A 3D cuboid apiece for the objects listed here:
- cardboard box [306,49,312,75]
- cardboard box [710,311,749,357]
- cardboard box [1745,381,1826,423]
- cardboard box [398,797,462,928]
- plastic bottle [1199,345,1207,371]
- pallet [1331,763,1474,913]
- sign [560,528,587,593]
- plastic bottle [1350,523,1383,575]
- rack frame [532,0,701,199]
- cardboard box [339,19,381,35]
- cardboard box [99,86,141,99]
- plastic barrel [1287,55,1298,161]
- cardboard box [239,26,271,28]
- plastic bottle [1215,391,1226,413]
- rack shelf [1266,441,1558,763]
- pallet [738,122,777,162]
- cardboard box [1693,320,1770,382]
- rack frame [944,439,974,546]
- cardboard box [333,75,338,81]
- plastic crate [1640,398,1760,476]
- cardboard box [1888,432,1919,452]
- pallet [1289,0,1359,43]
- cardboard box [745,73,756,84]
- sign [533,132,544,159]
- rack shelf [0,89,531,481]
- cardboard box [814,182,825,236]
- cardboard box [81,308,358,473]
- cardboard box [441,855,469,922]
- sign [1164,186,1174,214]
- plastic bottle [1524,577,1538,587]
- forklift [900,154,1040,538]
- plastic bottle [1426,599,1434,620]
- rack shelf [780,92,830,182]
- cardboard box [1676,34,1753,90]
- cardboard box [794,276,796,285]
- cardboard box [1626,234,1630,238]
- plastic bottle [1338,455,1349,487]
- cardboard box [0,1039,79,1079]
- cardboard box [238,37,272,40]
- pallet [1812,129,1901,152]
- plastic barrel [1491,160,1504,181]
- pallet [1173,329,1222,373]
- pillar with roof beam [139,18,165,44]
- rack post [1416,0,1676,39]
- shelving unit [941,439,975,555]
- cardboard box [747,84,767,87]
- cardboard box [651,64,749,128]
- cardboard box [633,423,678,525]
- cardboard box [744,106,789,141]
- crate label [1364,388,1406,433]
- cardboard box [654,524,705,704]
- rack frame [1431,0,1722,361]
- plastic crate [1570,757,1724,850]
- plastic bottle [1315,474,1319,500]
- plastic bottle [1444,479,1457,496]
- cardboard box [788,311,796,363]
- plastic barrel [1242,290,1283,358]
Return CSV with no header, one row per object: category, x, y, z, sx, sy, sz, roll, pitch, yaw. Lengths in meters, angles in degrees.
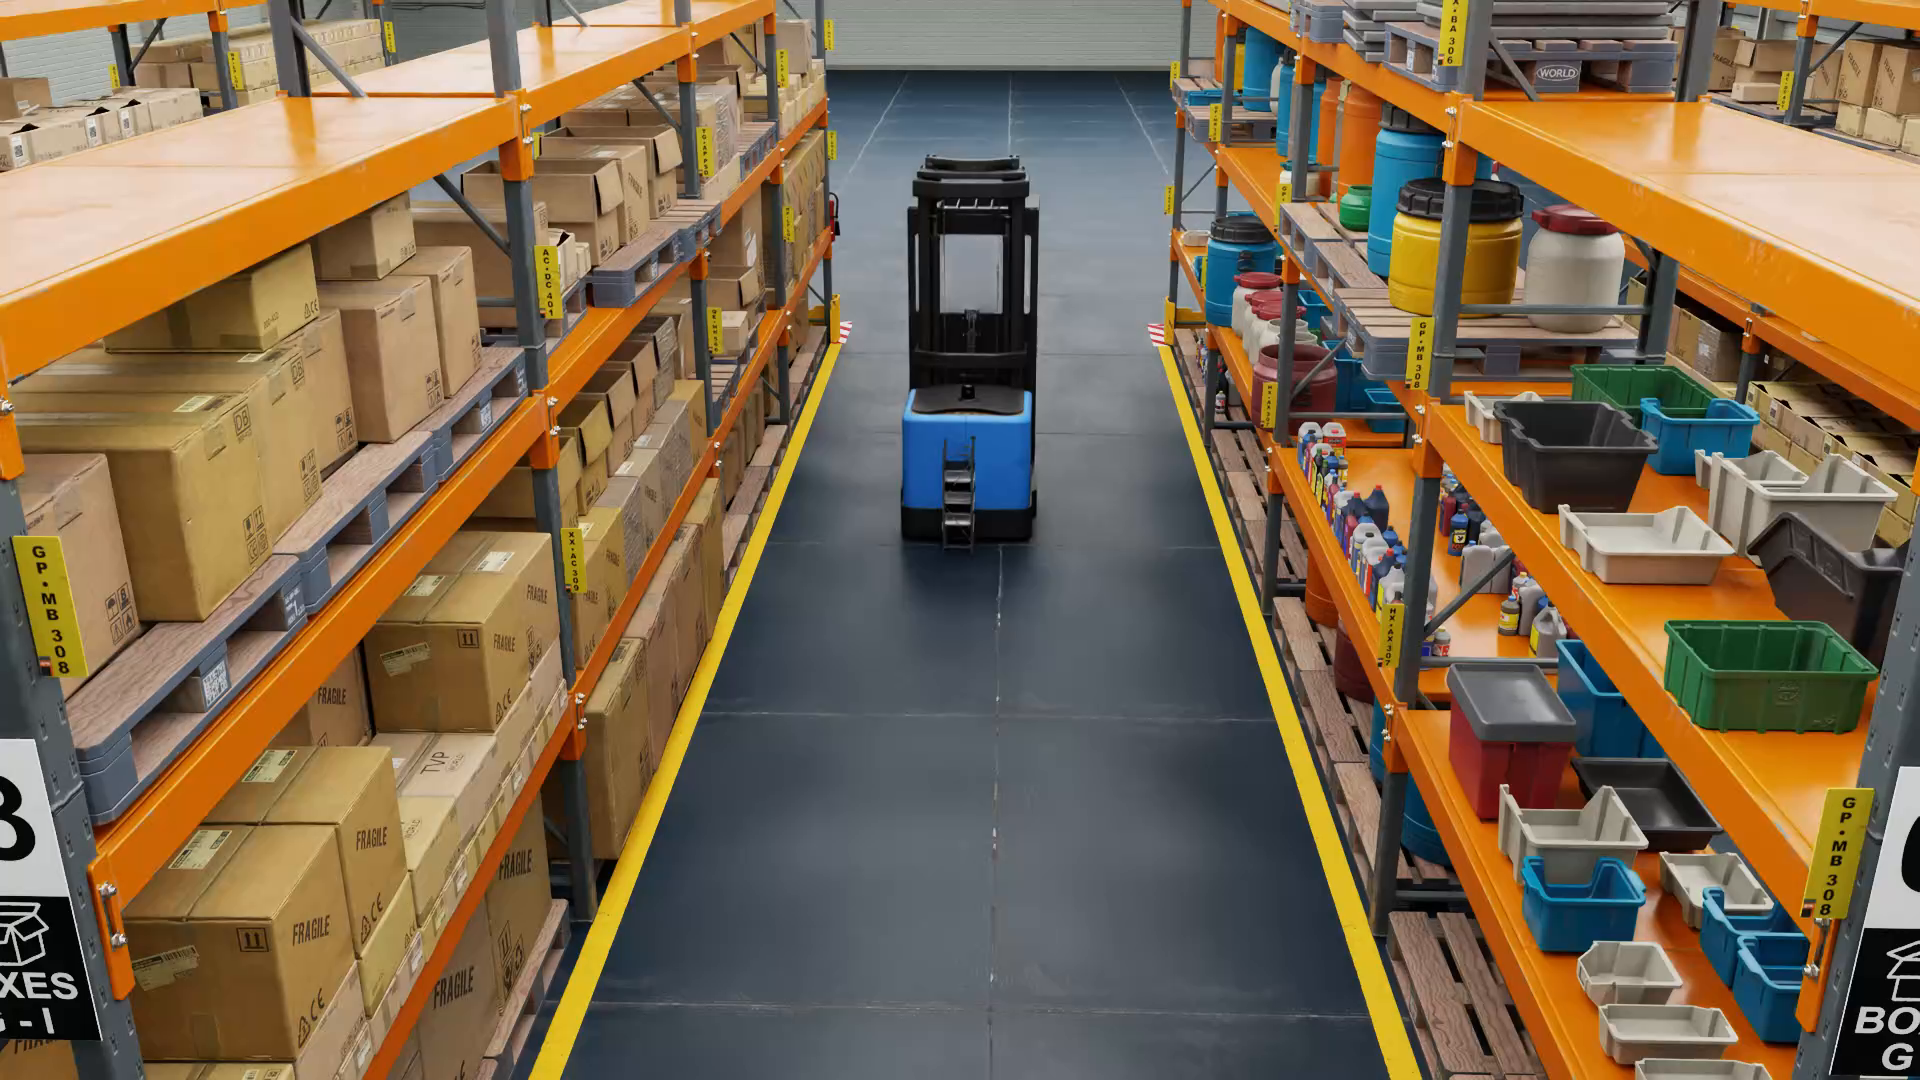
cardboard box,-6.759,-4.699,16.424,0.500,0.250,0.500,0,21,1
cardboard box,-1.969,-1.643,13.243,0.500,0.250,0.500,0,21,0
cardboard box,7.512,-1.278,15.121,0.500,0.311,0.500,1,21,2
cardboard box,-2.170,1.181,6.134,0.500,0.250,0.500,0,21,1
plastic bottle,2.568,-1.909,17.465,0.097,0.271,0.097,0,21,0
pallet,2.645,1.609,9.091,1.003,0.211,1.213,1,21,2
sign,-1.816,0.098,7.824,0.100,0.325,0.005,1,21,2
plastic bottle,2.306,0.052,9.419,0.152,0.276,0.135,1,21,2
rack frame,-2.249,-3.710,10.651,1.000,3.000,0.127,1,21,2
cardboard box,-6.632,-5.667,18.367,0.380,0.149,0.250,1,21,2
cardboard box,-7.350,-3.814,14.531,0.258,0.266,0.396,0,21,1
plastic barrel,3.005,-3.515,13.601,0.600,0.901,0.600,0,21,0
cardboard box,-7.321,-5.308,17.441,0.380,0.149,0.250,0,21,1
plastic bottle,2.522,-1.340,16.097,0.097,0.201,0.097,0,21,0
rack shelf,2.640,0.200,9.863,1.077,0.370,4.000,1,21,2
pallet,-2.253,-3.449,14.383,1.213,0.211,1.003,1,21,2
cardboard box,7.596,-1.864,16.369,0.500,0.500,0.500,1,21,2
rack frame,-0.006,-0.375,13.251,0.240,0.900,0.006,1,21,3
cardboard box,-6.671,-4.838,17.332,0.380,0.149,0.250,1,21,2
plastic crate,2.871,-0.400,6.499,0.416,0.233,0.300,1,21,2
cardboard box,8.002,-0.725,13.696,0.500,0.311,0.500,0,21,1
pallet,2.649,-3.121,9.946,1.213,0.211,1.003,1,21,2
cardboard box,-2.280,-4.663,16.909,0.380,0.149,0.250,0,21,1
sign,-2.792,-2.560,11.118,0.100,0.325,0.005,1,21,2
rack shelf,-2.432,-1.019,5.263,1.077,0.370,4.000,1,21,2
cardboard box,-1.946,-3.611,18.138,0.875,0.500,0.500,1,21,2
cardboard box,-2.513,-0.489,5.639,0.700,0.500,0.500,2,21,4
cardboard box,-2.100,1.320,6.326,0.380,0.149,0.250,1,21,3
sign,2.395,-3.888,19.020,0.100,0.325,0.005,1,21,2
plastic bottle,3.017,0.310,8.761,0.097,0.271,0.097,0,21,0
forklift,0.122,-1.871,14.298,1.130,2.935,3.031,1,21,3
plastic bottle,2.405,0.396,8.635,0.097,0.201,0.097,0,21,0
rack shelf,-2.067,-4.146,16.915,1.077,0.370,4.000,1,21,2
cardboard box,7.572,-4.804,16.705,0.500,0.500,0.500,1,21,2
cardboard box,-1.822,-2.589,16.401,0.380,0.149,0.250,1,21,2
cardboard box,7.869,-3.574,18.454,0.700,0.500,0.500,1,21,2
plastic bottle,2.476,-0.452,10.821,0.097,0.201,0.097,0,21,0
cardboard box,-2.741,1.382,4.581,0.500,0.500,0.500,1,21,2
cardboard box,-6.709,-4.750,16.003,0.380,0.149,0.250,0,21,1
pallet,7.760,-3.240,13.849,0.805,0.209,1.217,0,21,-1
plastic barrel,2.798,-1.874,9.297,0.433,0.535,0.433,0,21,0
pallet,2.959,-2.130,18.726,1.003,0.211,1.213,1,21,2
pillar with roof beam,-12.945,-12.984,34.552,9.100,9.000,0.400,1,21,2
rack post,2.637,-2.479,7.581,0.937,0.300,0.954,0,21,1
shelving unit,-0.012,-0.338,13.156,0.258,0.900,0.210,1,21,3
cardboard box,-1.876,-4.272,15.903,0.380,0.149,0.250,1,21,3
cardboard box,-2.241,-3.833,14.392,0.797,0.503,0.637,0,21,-1
cardboard box,-2.050,-0.411,10.303,0.500,0.500,0.500,0,21,0
cardboard box,-1.858,-3.848,15.361,0.500,0.250,0.500,0,21,0
crate label,3.089,-0.929,12.008,0.303,0.233,0.416,1,21,2
cardboard box,-2.326,0.453,10.572,1.225,0.875,0.875,1,21,2
rack frame,2.580,-2.210,6.783,1.000,3.000,0.127,1,21,2
plastic crate,2.814,1.095,6.857,0.437,0.125,0.590,1,21,2
plastic bottle,2.316,-0.356,10.575,0.097,0.201,0.097,0,21,0
plastic bottle,3.069,-0.279,10.377,0.097,0.201,0.097,0,21,0
cardboard box,-2.064,-2.168,17.845,0.500,0.500,0.500,3,21,7
plastic barrel,2.552,-1.760,13.730,0.433,0.535,0.433,0,21,0
